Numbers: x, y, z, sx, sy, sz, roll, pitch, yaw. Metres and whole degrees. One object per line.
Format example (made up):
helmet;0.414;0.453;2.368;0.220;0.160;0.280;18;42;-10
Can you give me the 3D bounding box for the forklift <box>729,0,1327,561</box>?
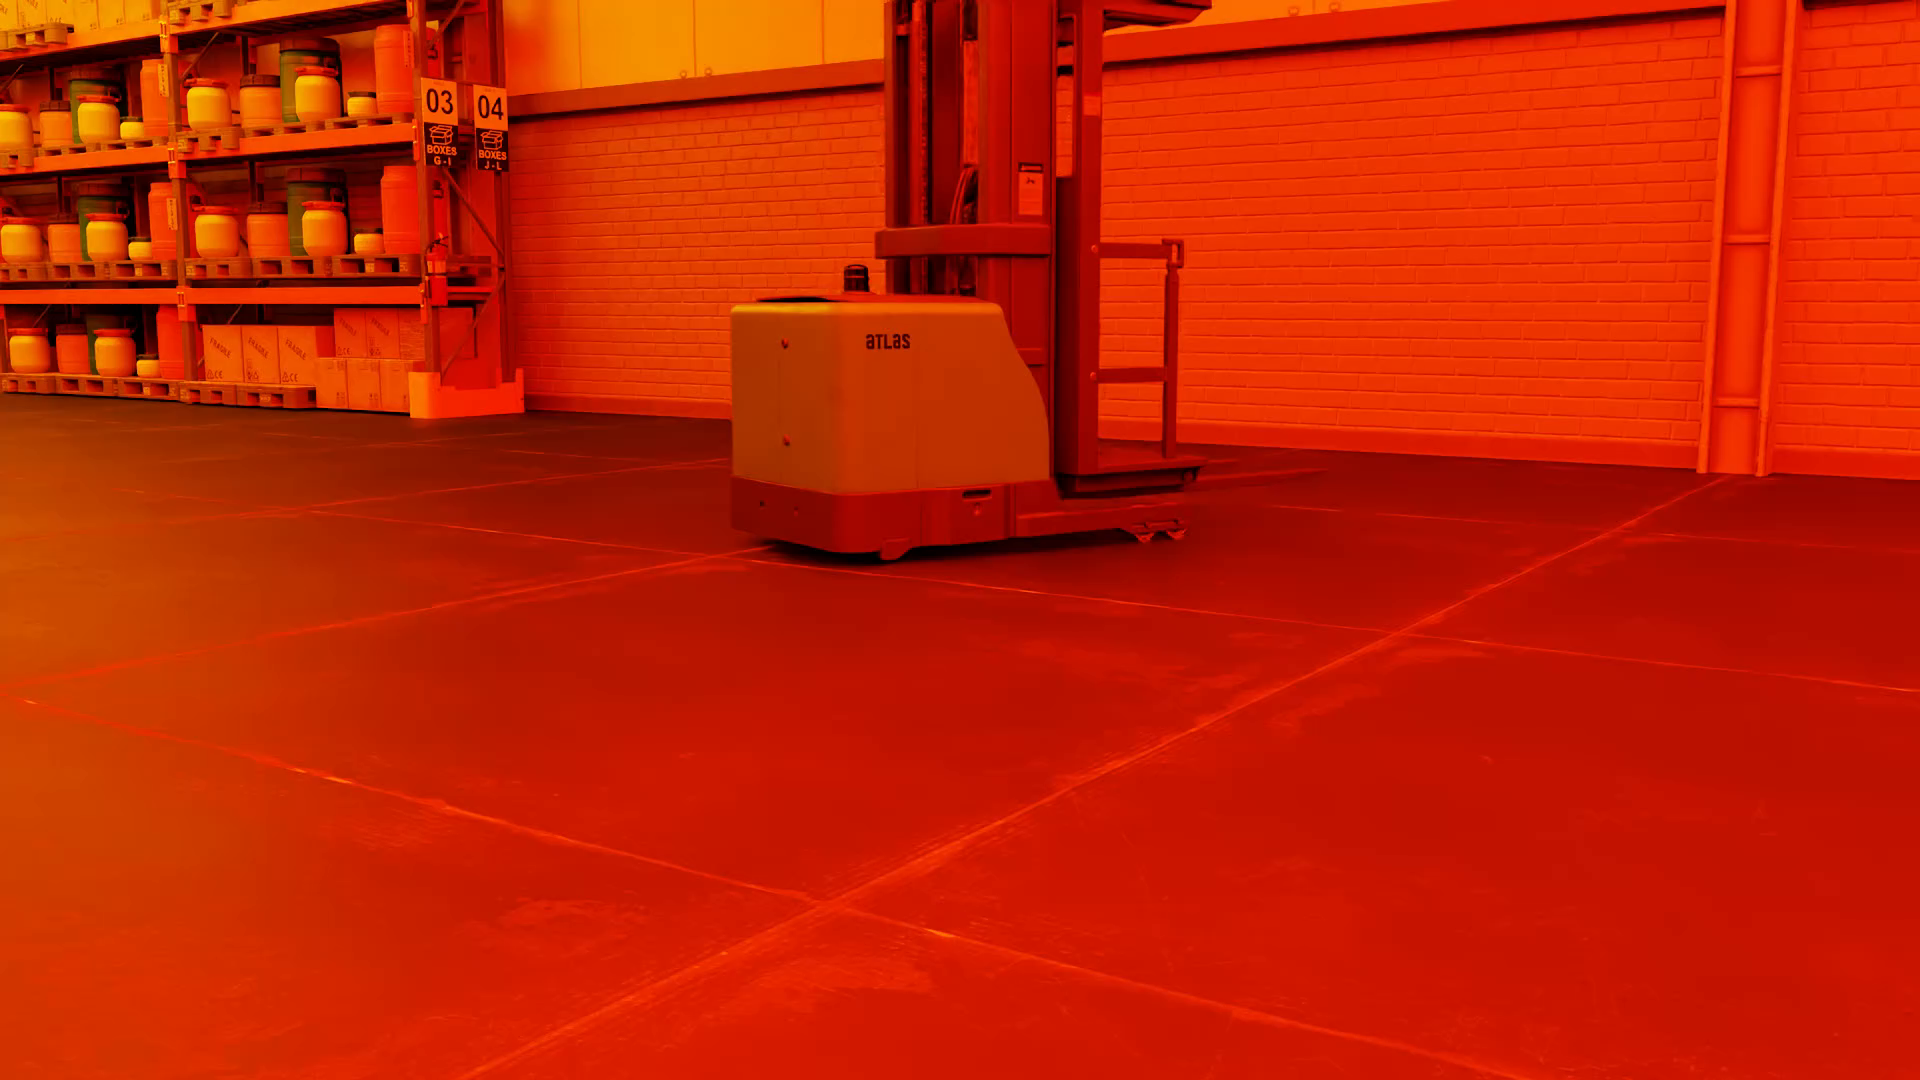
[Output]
forklift;0.462;-1.504;7.769;3.031;2.935;1.130;-6;10;-35
